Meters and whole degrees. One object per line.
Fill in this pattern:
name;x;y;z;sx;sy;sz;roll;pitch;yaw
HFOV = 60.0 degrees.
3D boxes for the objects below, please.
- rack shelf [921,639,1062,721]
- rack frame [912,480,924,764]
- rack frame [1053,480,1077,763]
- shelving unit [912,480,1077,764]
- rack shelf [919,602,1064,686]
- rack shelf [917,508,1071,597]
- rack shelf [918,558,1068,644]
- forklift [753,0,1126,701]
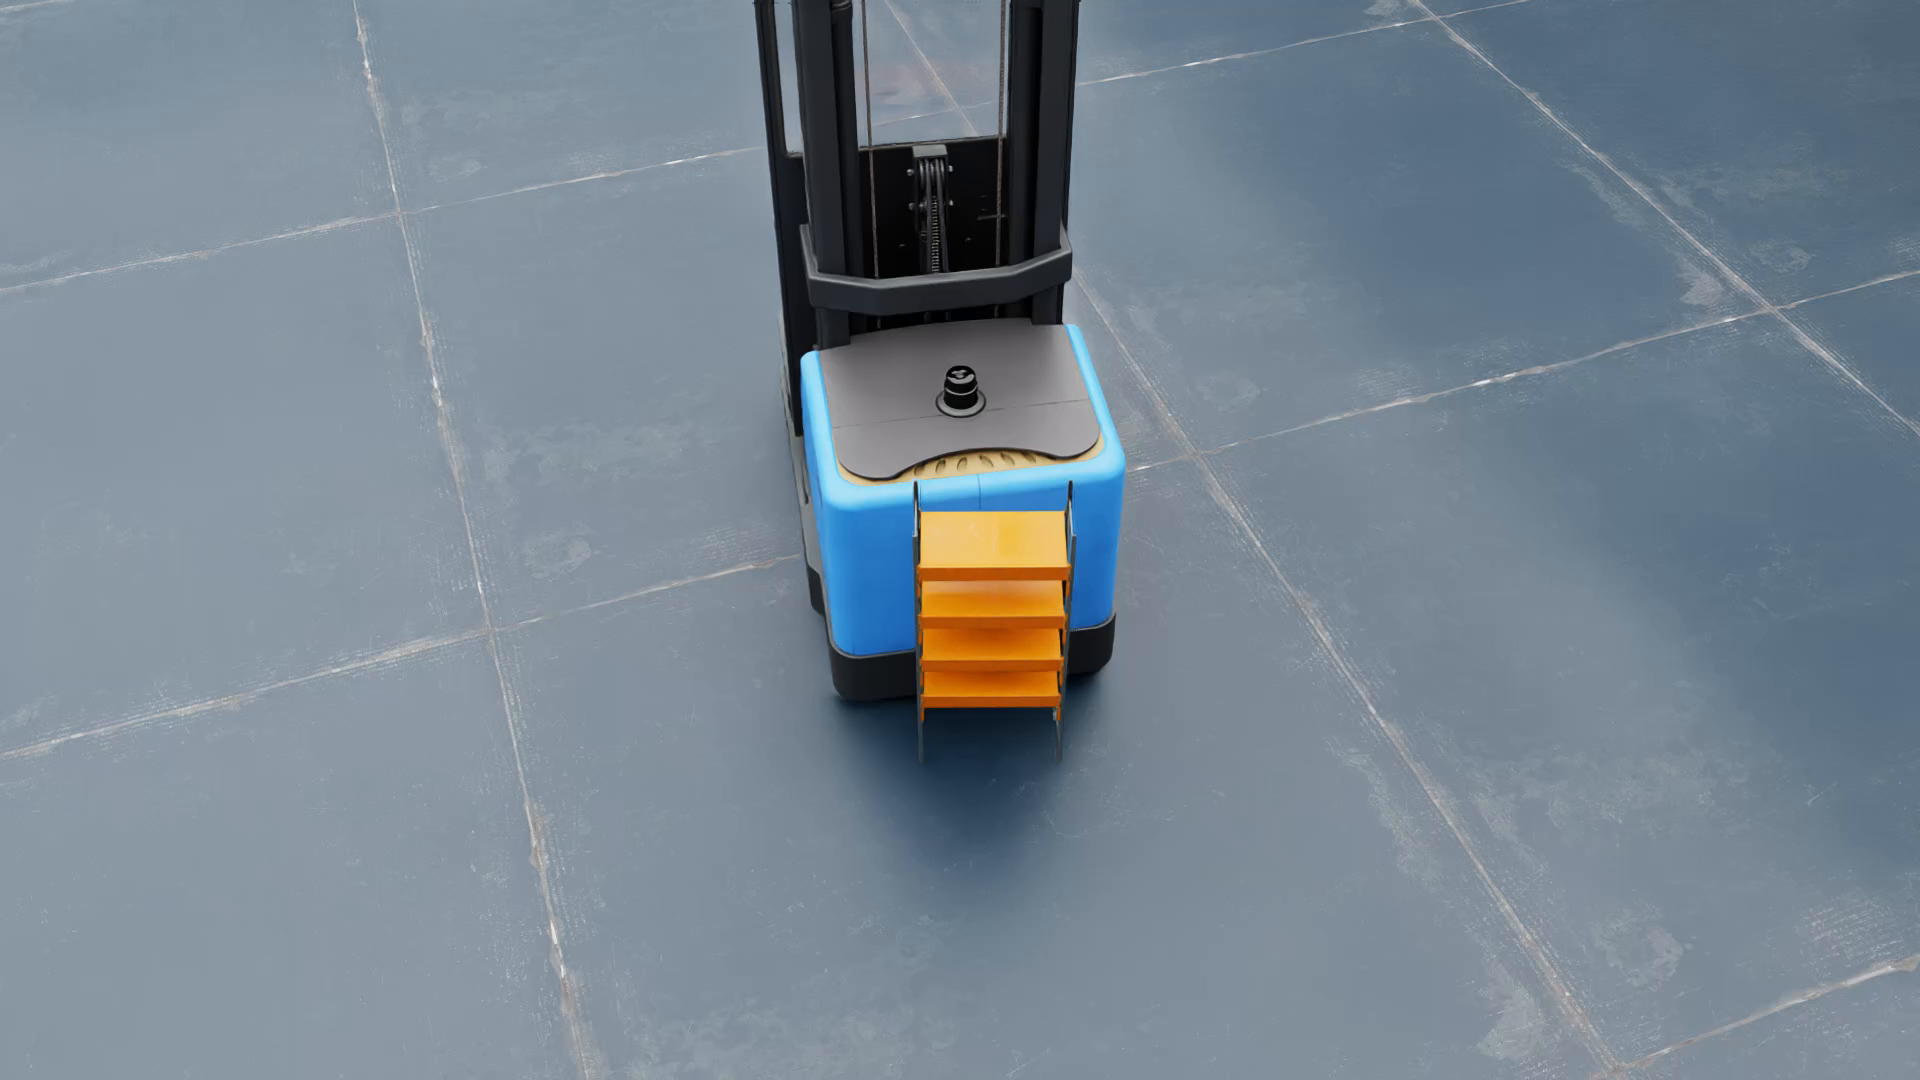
rack shelf;0.105;0.486;5.786;0.480;0.148;0.258;0;47;0
rack frame;-0.139;0.307;5.590;0.015;1.200;0.240;0;47;0
rack frame;0.349;0.305;5.592;0.015;1.200;0.240;0;47;0
shelving unit;0.105;0.306;5.591;0.503;1.200;0.258;0;47;0
rack shelf;0.105;0.351;5.640;0.480;0.148;0.258;0;47;0
rack shelf;0.105;0.040;5.301;0.480;0.148;0.258;0;47;0
rack shelf;0.105;0.200;5.475;0.480;0.148;0.258;0;47;0
forklift;-0.184;-1.504;6.179;1.130;2.935;3.031;-7;46;-7
